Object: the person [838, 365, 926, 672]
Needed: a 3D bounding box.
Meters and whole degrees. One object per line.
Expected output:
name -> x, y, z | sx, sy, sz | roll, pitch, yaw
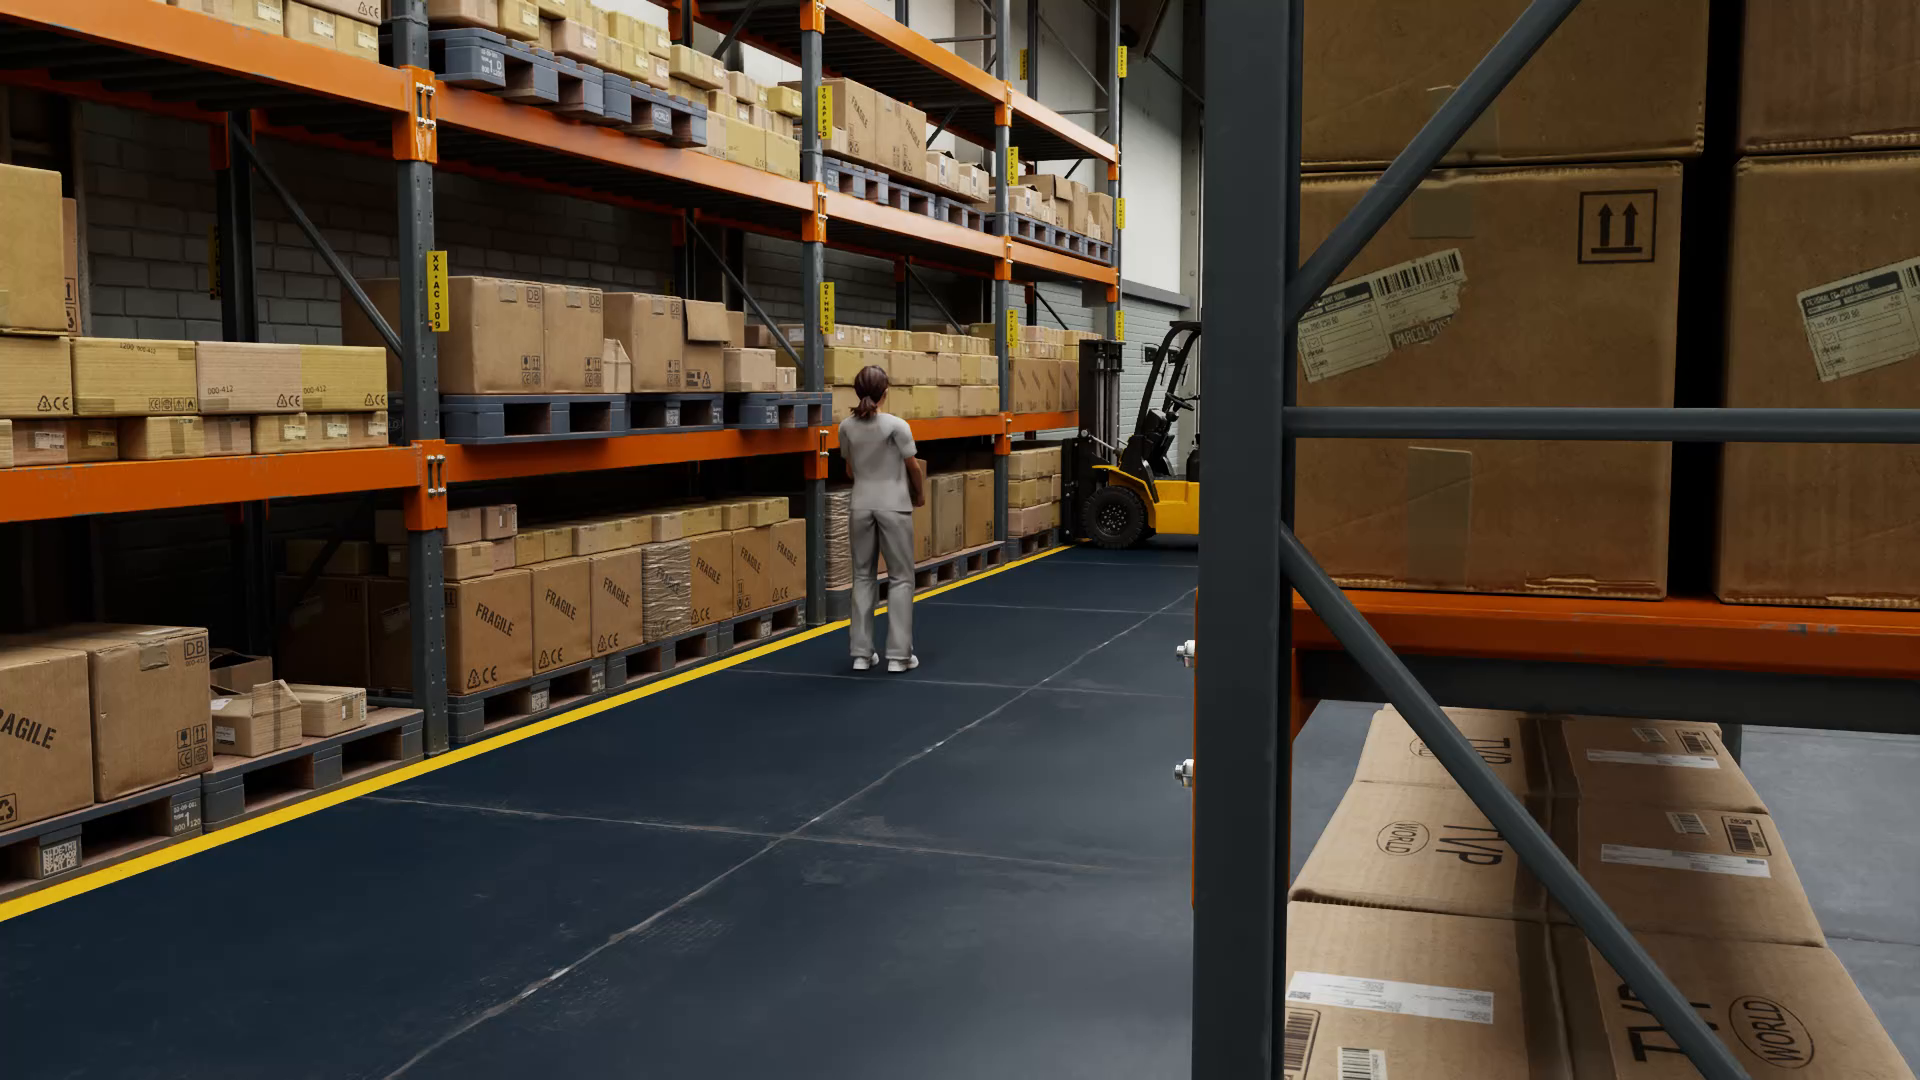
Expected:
person -> -0.420, -0.125, 9.120 | 0.438, 1.662, 0.560 | 2, 6, 18
